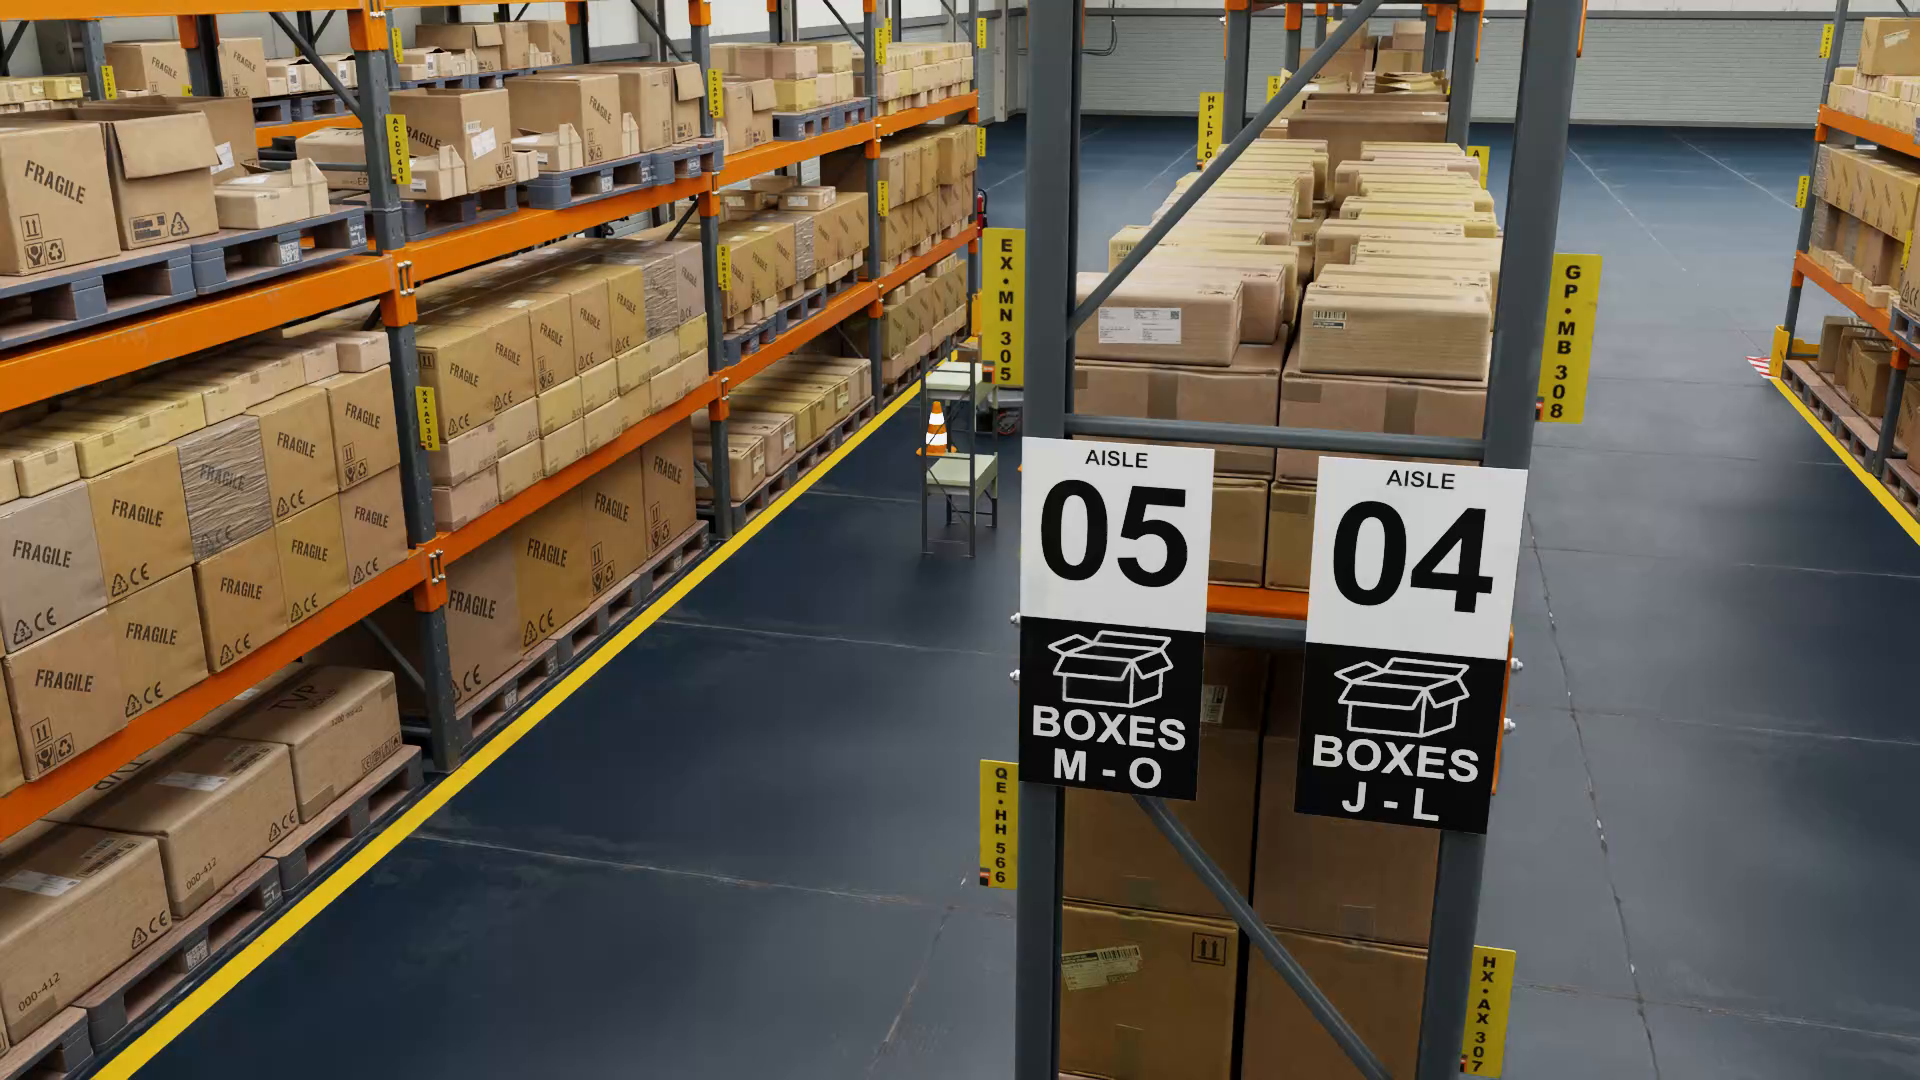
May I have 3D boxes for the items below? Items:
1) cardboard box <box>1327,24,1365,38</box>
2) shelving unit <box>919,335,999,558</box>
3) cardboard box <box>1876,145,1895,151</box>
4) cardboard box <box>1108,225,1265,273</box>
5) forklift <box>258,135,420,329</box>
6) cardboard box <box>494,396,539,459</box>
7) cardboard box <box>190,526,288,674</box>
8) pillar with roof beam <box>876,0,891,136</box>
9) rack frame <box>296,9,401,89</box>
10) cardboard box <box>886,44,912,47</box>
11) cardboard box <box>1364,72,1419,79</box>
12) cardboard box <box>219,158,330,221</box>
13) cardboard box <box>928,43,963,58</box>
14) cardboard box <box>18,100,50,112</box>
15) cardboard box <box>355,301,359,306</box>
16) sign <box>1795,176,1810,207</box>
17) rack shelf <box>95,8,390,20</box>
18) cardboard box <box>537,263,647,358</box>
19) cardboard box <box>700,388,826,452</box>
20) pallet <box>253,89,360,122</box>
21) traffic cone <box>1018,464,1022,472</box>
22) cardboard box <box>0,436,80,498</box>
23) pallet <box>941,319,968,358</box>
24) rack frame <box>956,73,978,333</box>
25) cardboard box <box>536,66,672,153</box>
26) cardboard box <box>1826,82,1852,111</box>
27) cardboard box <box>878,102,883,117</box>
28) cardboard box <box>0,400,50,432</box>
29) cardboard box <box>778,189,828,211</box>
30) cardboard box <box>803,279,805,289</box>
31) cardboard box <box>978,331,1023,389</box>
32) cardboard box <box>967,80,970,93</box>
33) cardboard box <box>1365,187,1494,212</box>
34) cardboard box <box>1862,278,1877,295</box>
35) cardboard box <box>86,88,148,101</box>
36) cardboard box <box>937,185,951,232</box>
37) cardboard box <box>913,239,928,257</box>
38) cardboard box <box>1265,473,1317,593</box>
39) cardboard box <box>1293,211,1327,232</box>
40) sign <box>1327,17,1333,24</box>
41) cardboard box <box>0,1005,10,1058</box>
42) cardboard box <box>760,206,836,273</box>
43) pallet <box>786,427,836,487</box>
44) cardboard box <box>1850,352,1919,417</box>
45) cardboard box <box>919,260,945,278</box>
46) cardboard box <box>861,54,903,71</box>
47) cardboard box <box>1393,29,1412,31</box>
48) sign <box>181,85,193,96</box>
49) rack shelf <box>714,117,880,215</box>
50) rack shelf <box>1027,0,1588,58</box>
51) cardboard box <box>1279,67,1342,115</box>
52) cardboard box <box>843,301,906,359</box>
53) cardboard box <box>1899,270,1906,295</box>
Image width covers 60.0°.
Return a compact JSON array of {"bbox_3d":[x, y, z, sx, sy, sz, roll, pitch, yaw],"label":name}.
[{"bbox_3d":[3.836,-5.054,16.554,0.380,0.149,0.250,4,19,13],"label":"cardboard box"},{"bbox_3d":[0.002,-0.712,12.451,0.431,1.500,0.755,5,19,13],"label":"shelving unit"},{"bbox_3d":[9.428,-3.654,16.583,0.500,0.500,0.500,5,19,13],"label":"cardboard box"},{"bbox_3d":[0.602,-0.736,4.402,0.380,0.149,0.250,5,19,14],"label":"cardboard box"},{"bbox_3d":[-4.658,-1.747,13.267,1.130,2.935,3.031,4,19,12],"label":"forklift"},{"bbox_3d":[-2.738,-0.653,9.417,0.500,0.250,0.500,5,19,14],"label":"cardboard box"},{"bbox_3d":[-3.313,0.233,7.211,0.500,0.500,0.500,4,19,13],"label":"cardboard box"},{"bbox_3d":[2.427,-12.352,34.928,9.100,9.000,0.400,5,19,13],"label":"pillar with roof beam"},{"bbox_3d":[-6.078,-5.943,16.166,1.000,3.000,0.127,5,19,13],"label":"rack frame"},{"bbox_3d":[-0.739,-5.396,18.359,0.380,0.149,0.250,5,19,13],"label":"cardboard box"},{"bbox_3d":[3.543,-3.715,13.709,0.500,0.250,0.500,5,19,14],"label":"cardboard box"},{"bbox_3d":[-3.065,-1.582,7.443,0.396,0.266,0.258,5,20,15],"label":"cardboard box"},{"bbox_3d":[-0.184,-5.438,18.482,0.380,0.149,0.250,5,19,14],"label":"cardboard box"},{"bbox_3d":[-6.991,-3.178,12.325,0.380,0.149,0.250,4,19,12],"label":"cardboard box"},{"bbox_3d":[-6.146,-2.644,17.847,0.500,0.250,0.500,5,20,14],"label":"cardboard box"},{"bbox_3d":[8.796,-3.637,17.356,0.100,0.325,0.005,5,19,13],"label":"sign"},{"bbox_3d":[-6.567,-4.787,14.511,1.077,0.370,4.000,5,19,13],"label":"rack shelf"},{"bbox_3d":[-2.359,-1.481,10.681,0.500,0.500,0.500,5,19,13],"label":"cardboard box"},{"bbox_3d":[-1.731,-1.060,14.567,0.950,0.372,0.625,5,20,15],"label":"cardboard box"},{"bbox_3d":[-6.281,-4.156,15.869,0.805,0.209,1.217,4,19,11],"label":"pallet"},{"bbox_3d":[0.689,-0.844,14.442,0.336,0.463,0.334,5,19,13],"label":"traffic cone"},{"bbox_3d":[-3.510,-0.275,6.146,0.380,0.149,0.250,5,19,14],"label":"cardboard box"},{"bbox_3d":[-0.538,-2.372,19.305,1.003,0.211,1.213,5,19,13],"label":"pallet"},{"bbox_3d":[-0.287,-3.967,19.662,1.000,3.000,0.127,5,19,13],"label":"rack frame"},{"bbox_3d":[-2.299,-2.800,10.799,0.700,0.500,0.500,4,19,11],"label":"cardboard box"},{"bbox_3d":[8.954,-4.402,16.527,0.500,0.250,0.500,5,20,15],"label":"cardboard box"},{"bbox_3d":[-0.947,-4.093,15.779,0.380,0.149,0.250,4,19,13],"label":"cardboard box"},{"bbox_3d":[-3.938,-0.479,6.744,0.380,0.149,0.250,5,19,14],"label":"cardboard box"},{"bbox_3d":[-1.358,-2.940,14.386,0.380,0.149,0.250,4,19,11],"label":"cardboard box"},{"bbox_3d":[-1.550,-2.217,14.277,0.380,0.149,0.250,4,19,11],"label":"cardboard box"},{"bbox_3d":[0.469,-1.758,15.889,0.500,0.500,0.500,5,19,13],"label":"cardboard box"},{"bbox_3d":[-0.103,-5.134,18.825,0.380,0.149,0.250,5,19,14],"label":"cardboard box"},{"bbox_3d":[1.461,-1.012,5.212,0.380,0.149,0.250,4,19,12],"label":"cardboard box"},{"bbox_3d":[8.466,-2.290,15.141,0.380,0.149,0.250,5,19,13],"label":"cardboard box"},{"bbox_3d":[-6.676,-3.491,13.183,0.380,0.166,0.250,5,19,13],"label":"cardboard box"},{"bbox_3d":[-0.405,-3.650,18.119,0.500,0.500,0.500,5,19,13],"label":"cardboard box"},{"bbox_3d":[-0.555,-3.068,17.418,0.380,0.149,0.250,5,19,14],"label":"cardboard box"},{"bbox_3d":[0.986,-0.062,3.820,0.500,0.250,0.500,5,20,15],"label":"cardboard box"},{"bbox_3d":[0.993,-0.988,5.756,0.500,0.250,0.500,5,19,14],"label":"cardboard box"},{"bbox_3d":[4.001,-5.524,18.105,0.100,0.325,0.005,5,19,13],"label":"sign"},{"bbox_3d":[-4.132,1.847,5.954,0.875,0.438,0.875,4,19,12],"label":"cardboard box"},{"bbox_3d":[-1.406,-2.621,14.454,0.500,0.500,0.500,5,20,15],"label":"cardboard box"},{"bbox_3d":[-1.749,-0.766,14.604,1.003,0.211,1.213,5,19,13],"label":"pallet"},{"bbox_3d":[8.690,-1.450,15.509,0.500,0.500,0.500,3,19,9],"label":"cardboard box"},{"bbox_3d":[-0.385,-2.973,18.193,0.380,0.149,0.250,6,20,16],"label":"cardboard box"},{"bbox_3d":[-0.762,-4.630,16.117,0.380,0.149,0.250,4,19,12],"label":"cardboard box"},{"bbox_3d":[4.102,-4.525,15.004,0.380,0.149,0.250,4,19,13],"label":"cardboard box"},{"bbox_3d":[-3.747,-2.059,8.147,0.100,0.325,0.005,5,19,13],"label":"sign"},{"bbox_3d":[-1.753,-3.166,13.787,1.077,0.370,4.000,5,19,13],"label":"rack shelf"},{"bbox_3d":[1.117,-1.717,4.910,1.077,0.370,4.000,5,19,13],"label":"rack shelf"},{"bbox_3d":[2.091,-2.663,9.863,0.396,0.266,0.258,5,19,13],"label":"cardboard box"},{"bbox_3d":[-0.858,-2.129,16.725,0.500,0.500,0.500,6,20,16],"label":"cardboard box"},{"bbox_3d":[8.515,-2.255,14.034,0.875,0.500,0.500,5,19,13],"label":"cardboard box"}]
